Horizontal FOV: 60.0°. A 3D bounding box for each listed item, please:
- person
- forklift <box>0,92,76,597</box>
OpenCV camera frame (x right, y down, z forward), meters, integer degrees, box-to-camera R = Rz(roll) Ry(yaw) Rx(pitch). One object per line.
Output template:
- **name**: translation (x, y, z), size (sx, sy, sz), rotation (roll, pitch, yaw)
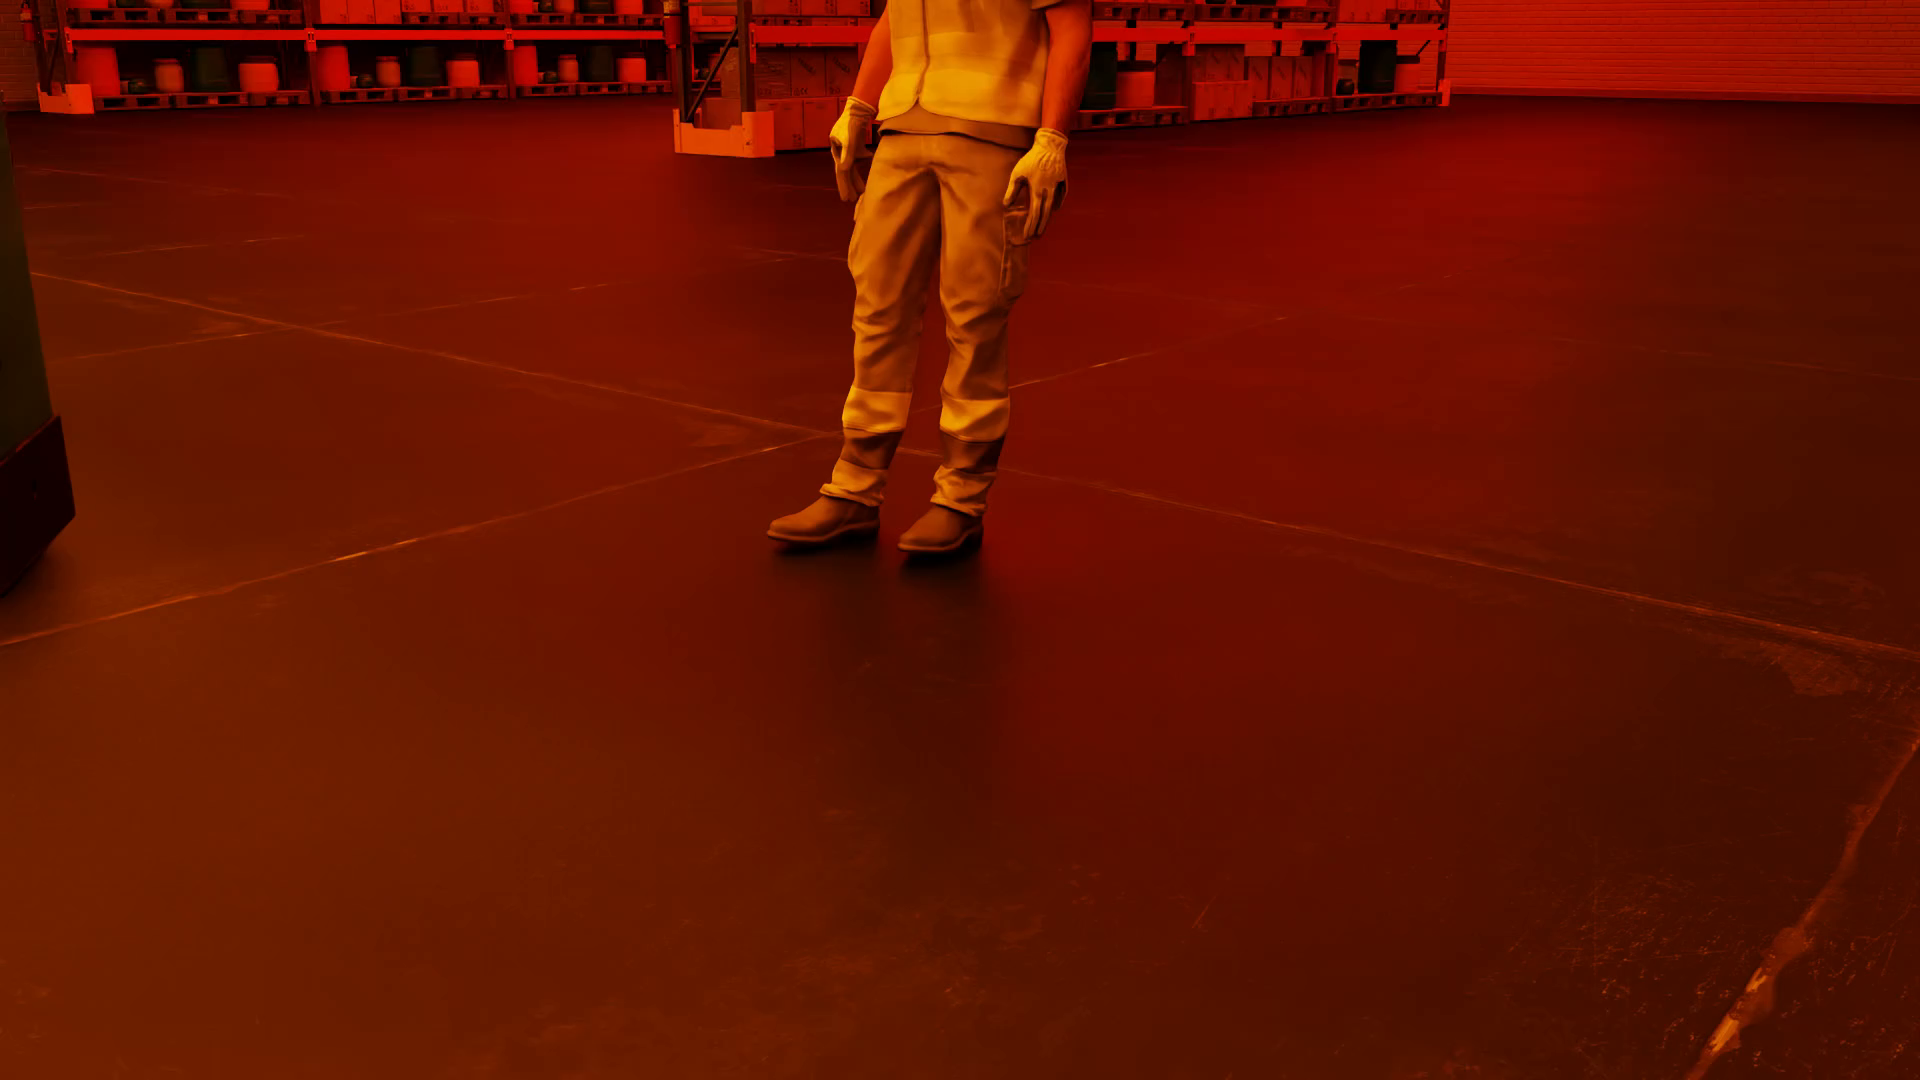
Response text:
- **person**: translation (-0.060, -0.847, 3.628), size (0.638, 1.787, 0.564), rotation (13, 21, 37)
- **forklift**: translation (-3.427, -1.161, 2.722), size (3.031, 2.935, 1.130), rotation (-4, 17, -14)
